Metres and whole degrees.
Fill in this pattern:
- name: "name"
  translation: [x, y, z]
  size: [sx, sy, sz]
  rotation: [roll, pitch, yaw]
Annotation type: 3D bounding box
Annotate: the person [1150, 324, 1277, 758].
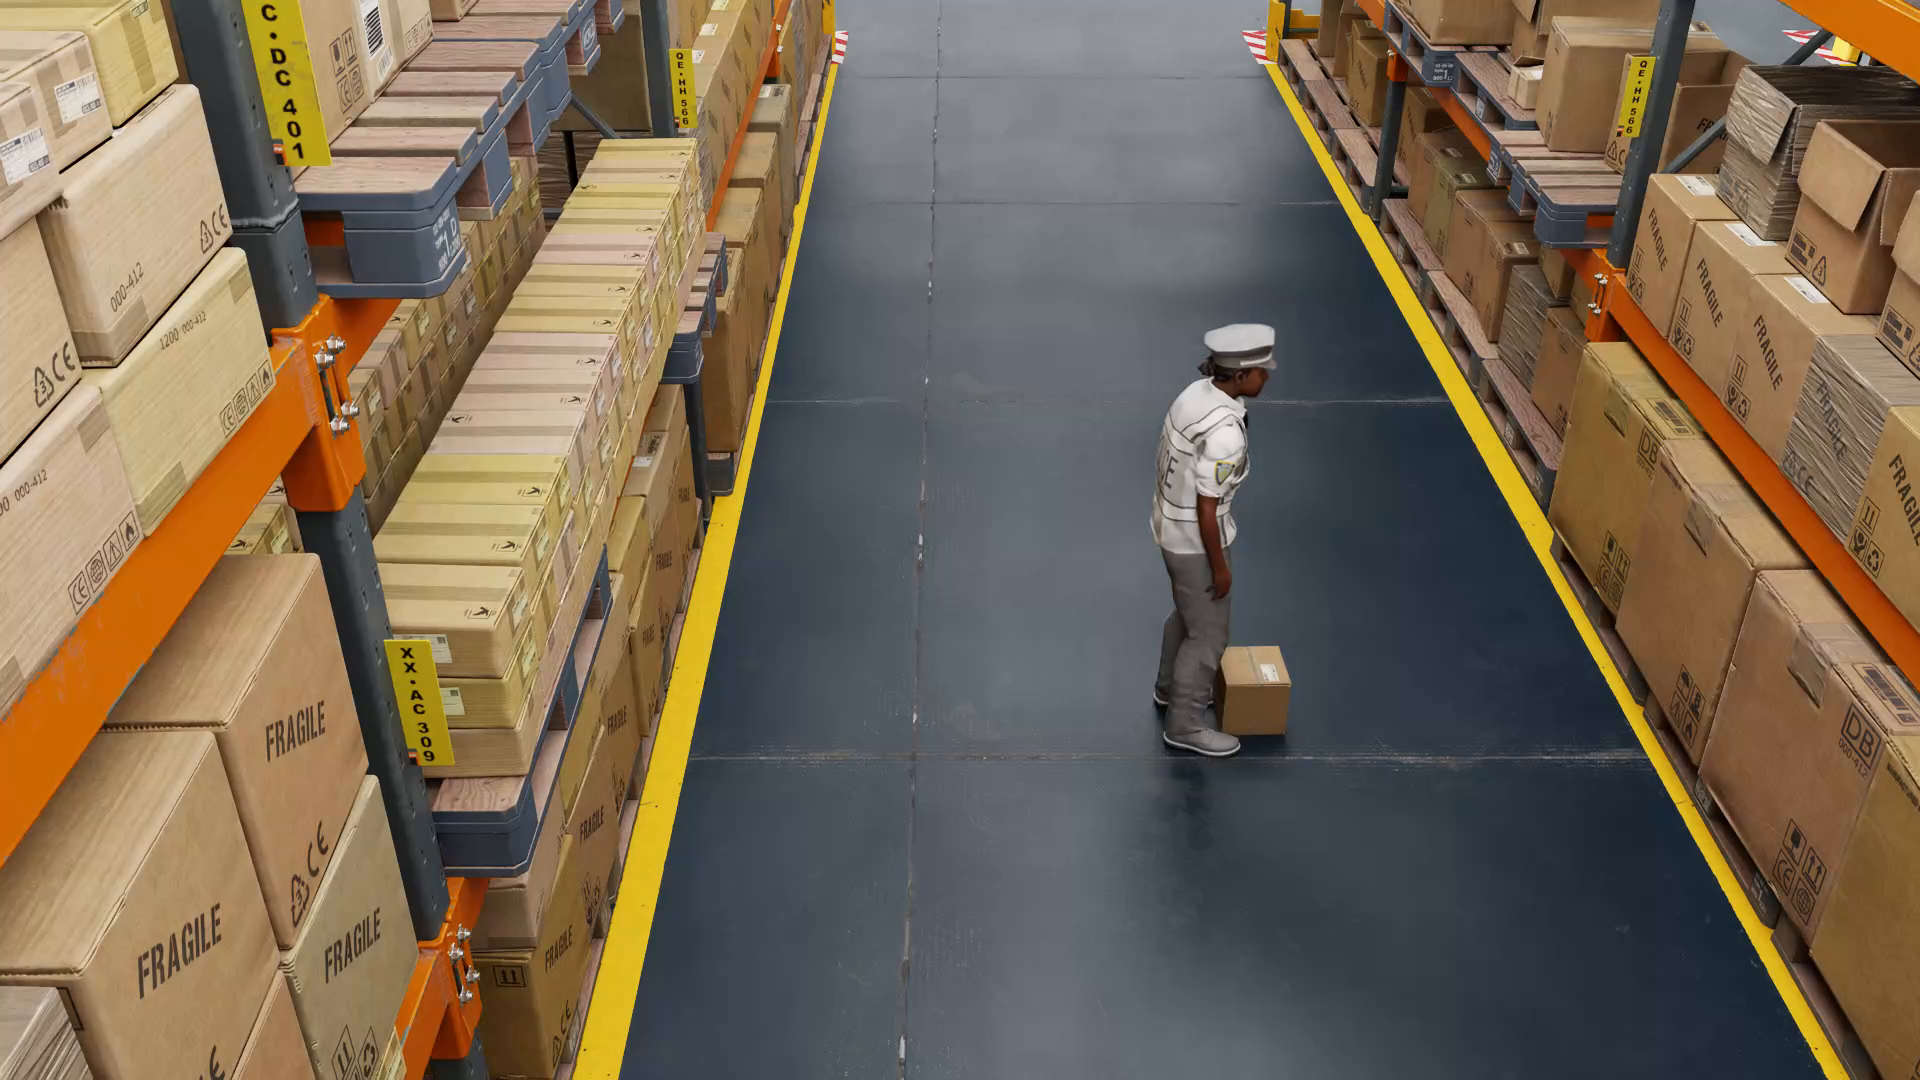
- name: "person"
  translation: [0.908, 0.003, 6.133]
  size: [0.400, 1.657, 0.498]
  rotation: [-1, 32, -1]
